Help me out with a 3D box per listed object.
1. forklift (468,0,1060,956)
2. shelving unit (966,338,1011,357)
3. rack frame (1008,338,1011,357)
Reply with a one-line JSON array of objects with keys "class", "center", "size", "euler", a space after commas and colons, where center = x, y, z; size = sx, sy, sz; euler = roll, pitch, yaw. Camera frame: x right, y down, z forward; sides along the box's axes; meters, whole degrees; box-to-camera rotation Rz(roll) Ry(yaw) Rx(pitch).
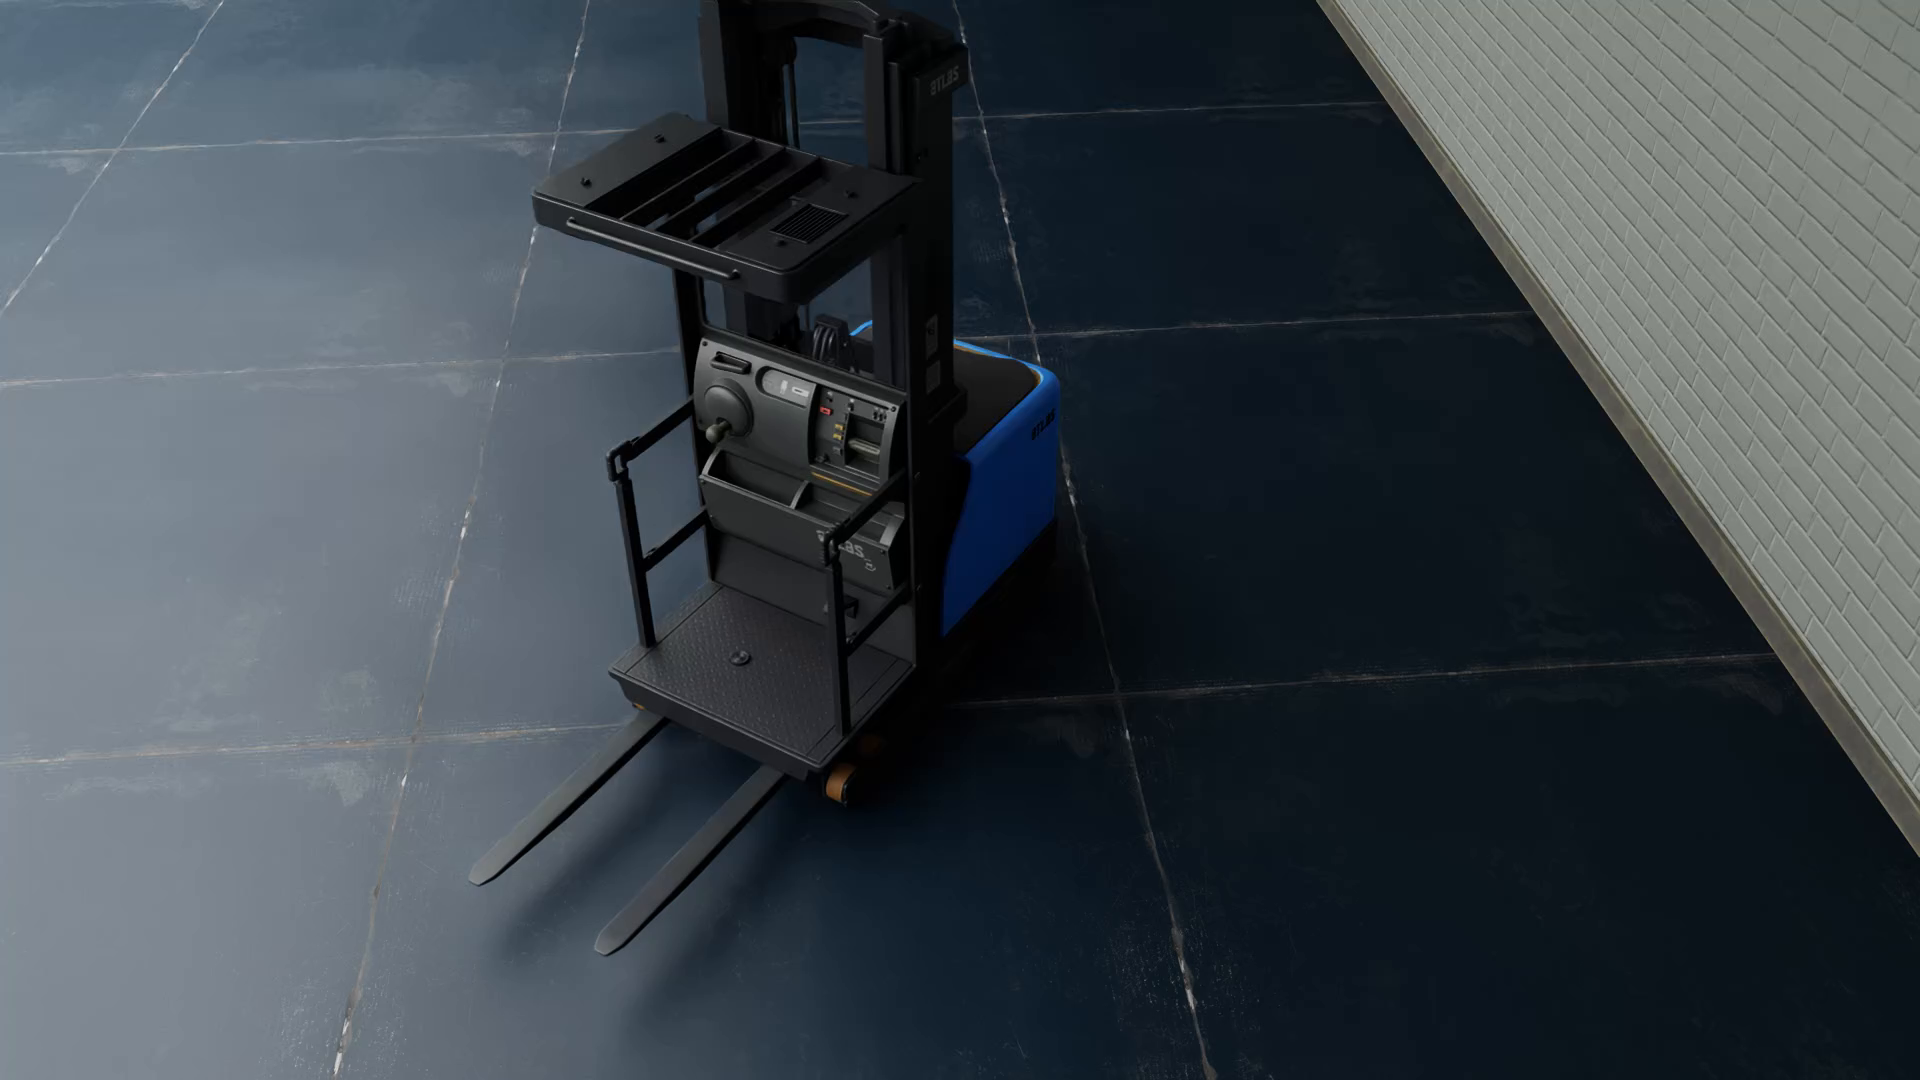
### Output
[{"class": "forklift", "center": [-0.743, -0.418, 6.235], "size": [1.130, 2.935, 3.031], "euler": [21, 43, 24]}, {"class": "shelving unit", "center": [0.144, -0.514, 7.997], "size": [0.210, 0.900, 0.258], "euler": [-4, 38, -5]}, {"class": "rack frame", "center": [0.245, -0.521, 8.006], "size": [0.006, 0.900, 0.240], "euler": [-4, 38, -5]}]
